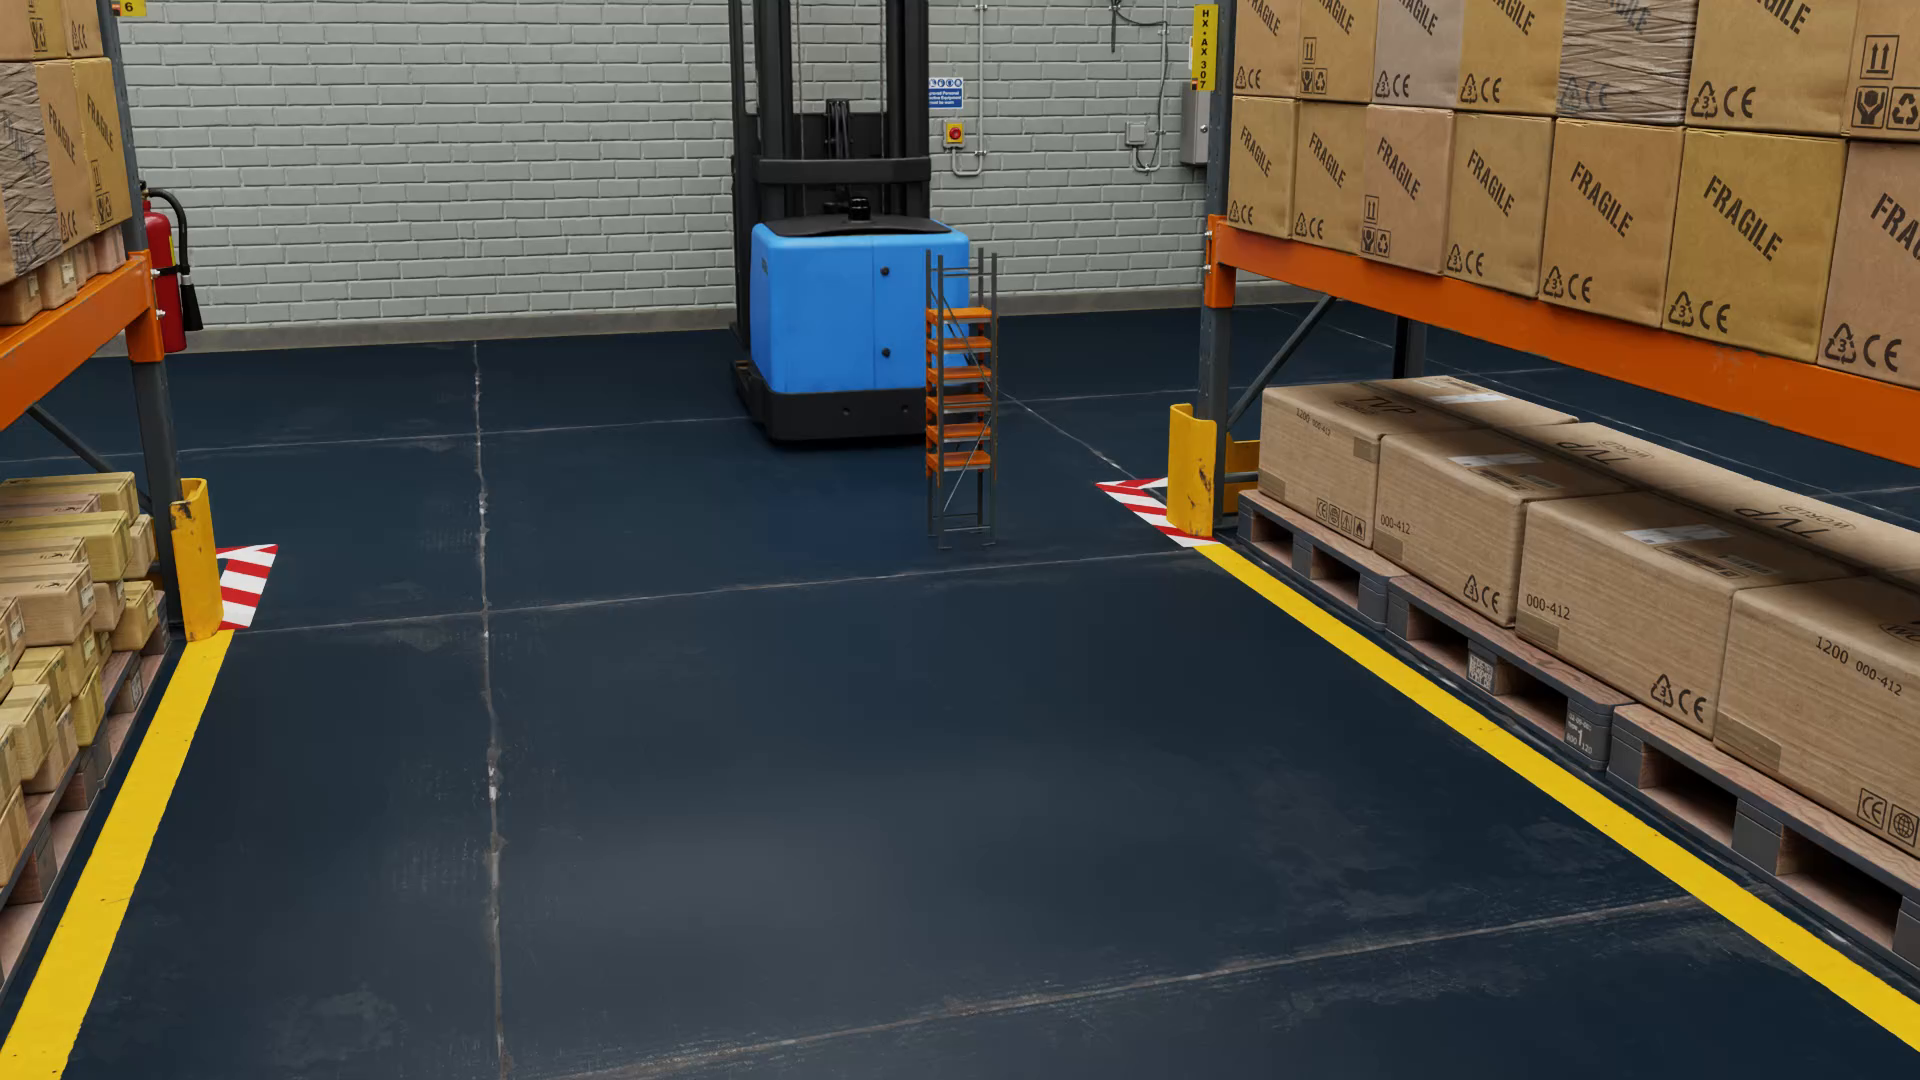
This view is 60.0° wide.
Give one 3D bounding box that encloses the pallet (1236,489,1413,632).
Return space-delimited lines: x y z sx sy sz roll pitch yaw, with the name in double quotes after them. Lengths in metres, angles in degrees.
1.795 0.020 6.517 1.003 0.211 1.213 -5 17 -15 "pallet"

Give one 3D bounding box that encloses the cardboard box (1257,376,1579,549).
1.777 -0.330 6.559 0.875 0.438 0.875 -5 18 -17 "cardboard box"

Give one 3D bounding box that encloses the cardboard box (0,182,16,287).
-2.449 -0.776 3.631 0.500 0.500 0.500 -4 17 -12 "cardboard box"

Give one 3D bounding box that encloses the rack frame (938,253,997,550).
0.029 -0.545 6.682 0.240 1.200 0.006 -5 17 -15 "rack frame"

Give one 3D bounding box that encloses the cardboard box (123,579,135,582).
-2.887 0.183 5.356 0.380 0.149 0.250 -4 17 -14 "cardboard box"

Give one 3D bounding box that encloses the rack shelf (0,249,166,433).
-2.682 -0.213 3.698 1.077 0.370 4.000 -5 17 -15 "rack shelf"

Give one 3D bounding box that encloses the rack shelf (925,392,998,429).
0.004 -0.528 6.779 0.258 0.103 0.180 -5 17 -15 "rack shelf"

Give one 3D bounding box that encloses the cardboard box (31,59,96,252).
-2.725 -1.054 4.557 0.500 0.500 0.500 -5 17 -16 "cardboard box"

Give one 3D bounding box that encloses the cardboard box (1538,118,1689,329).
1.927 -0.859 4.425 0.500 0.500 0.500 -5 17 -16 "cardboard box"

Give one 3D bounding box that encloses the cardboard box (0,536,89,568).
-2.626 0.107 4.573 0.380 0.149 0.250 -5 18 -17 "cardboard box"

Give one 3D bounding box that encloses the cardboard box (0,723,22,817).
-2.315 0.537 3.660 0.380 0.149 0.250 -5 17 -16 "cardboard box"

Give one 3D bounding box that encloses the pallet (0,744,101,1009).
-2.690 0.810 3.889 1.003 0.211 1.213 -5 17 -15 "pallet"

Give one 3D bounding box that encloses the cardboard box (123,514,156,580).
-2.813 0.034 5.332 0.380 0.149 0.250 -5 17 -17 "cardboard box"

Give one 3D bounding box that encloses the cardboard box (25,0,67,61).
-2.728 -1.533 4.413 0.500 0.500 0.500 -5 18 -17 "cardboard box"

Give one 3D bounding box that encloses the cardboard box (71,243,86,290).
-2.755 -0.783 4.781 0.380 0.149 0.250 -5 17 -16 "cardboard box"

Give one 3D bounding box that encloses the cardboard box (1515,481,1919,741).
2.283 0.173 4.887 0.875 0.438 0.875 -5 17 -17 "cardboard box"

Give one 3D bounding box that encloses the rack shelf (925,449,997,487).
0.004 -0.298 6.848 0.258 0.103 0.180 -5 17 -15 "rack shelf"

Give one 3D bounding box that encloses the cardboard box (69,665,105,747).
-2.518 0.458 4.438 0.380 0.149 0.250 -6 18 -18 "cardboard box"

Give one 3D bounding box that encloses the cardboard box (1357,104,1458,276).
1.644 -1.143 5.368 0.500 0.500 0.500 -5 17 -16 "cardboard box"

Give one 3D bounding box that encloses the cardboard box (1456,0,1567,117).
1.793 -1.480 4.752 0.500 0.500 0.500 -5 17 -15 "cardboard box"

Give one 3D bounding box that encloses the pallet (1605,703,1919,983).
2.465 0.695 4.271 1.003 0.211 1.213 -5 17 -15 "pallet"

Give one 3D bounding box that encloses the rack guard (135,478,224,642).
-3.211 0.107 5.726 1.175 0.500 0.348 -5 17 -15 "rack guard"

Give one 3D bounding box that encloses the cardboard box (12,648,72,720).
-2.461 0.393 4.140 0.380 0.149 0.250 -4 17 -12 "cardboard box"

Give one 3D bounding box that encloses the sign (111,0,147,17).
-2.693 -1.855 5.352 0.100 0.325 0.005 -5 17 -15 "sign"

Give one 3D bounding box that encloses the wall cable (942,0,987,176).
-0.072 -3.590 11.868 0.585 1.953 0.123 -5 17 -15 "wall cable"

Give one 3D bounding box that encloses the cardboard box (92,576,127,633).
-2.668 0.178 4.854 0.380 0.149 0.250 -5 18 -18 "cardboard box"

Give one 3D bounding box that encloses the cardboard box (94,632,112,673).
-2.729 0.326 4.880 0.380 0.149 0.250 -5 17 -16 "cardboard box"

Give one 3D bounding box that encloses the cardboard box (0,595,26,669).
-2.532 0.259 4.068 0.380 0.149 0.250 -5 18 -17 "cardboard box"

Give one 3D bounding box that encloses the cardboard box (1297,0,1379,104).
1.506 -1.759 5.683 0.500 0.500 0.500 -5 17 -17 "cardboard box"

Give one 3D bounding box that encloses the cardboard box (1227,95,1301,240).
1.355 -1.423 6.300 0.500 0.500 0.500 -5 17 -16 "cardboard box"

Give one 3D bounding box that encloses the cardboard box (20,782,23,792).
-2.465 0.611 3.928 0.380 0.149 0.250 -4 17 -14 "cardboard box"

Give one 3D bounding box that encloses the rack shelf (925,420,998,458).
0.004 -0.413 6.813 0.258 0.103 0.180 -5 17 -15 "rack shelf"

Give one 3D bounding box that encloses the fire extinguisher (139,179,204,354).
-2.858 -1.001 5.854 0.296 0.674 0.183 -5 17 -15 "fire extinguisher"

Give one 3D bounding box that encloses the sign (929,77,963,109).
-0.136 -3.231 12.023 0.327 0.218 0.001 -5 17 -15 "sign"

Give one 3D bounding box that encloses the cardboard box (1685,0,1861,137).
2.072 -1.200 3.822 0.500 0.500 0.500 -5 17 -16 "cardboard box"

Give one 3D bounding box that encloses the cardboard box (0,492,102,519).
-2.829 -0.031 5.033 0.380 0.149 0.250 -4 17 -14 "cardboard box"

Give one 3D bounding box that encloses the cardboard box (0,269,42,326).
-2.618 -0.639 4.301 0.380 0.149 0.250 -6 18 -18 "cardboard box"

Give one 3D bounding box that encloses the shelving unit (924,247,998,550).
0.004 -0.571 6.766 0.258 1.200 0.189 -5 17 -15 "shelving unit"

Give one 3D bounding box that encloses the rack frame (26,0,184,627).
-3.232 -1.111 5.436 1.000 3.000 0.127 -5 17 -15 "rack frame"

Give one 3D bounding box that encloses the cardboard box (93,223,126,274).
-2.871 -0.923 5.246 0.380 0.149 0.250 -5 17 -15 "cardboard box"

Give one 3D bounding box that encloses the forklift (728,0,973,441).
-0.767 -2.287 9.470 1.130 2.935 3.031 -4 17 -12 "forklift"

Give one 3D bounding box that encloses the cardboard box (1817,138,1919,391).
2.226 -0.580 3.494 0.500 0.500 0.500 -5 17 -15 "cardboard box"
